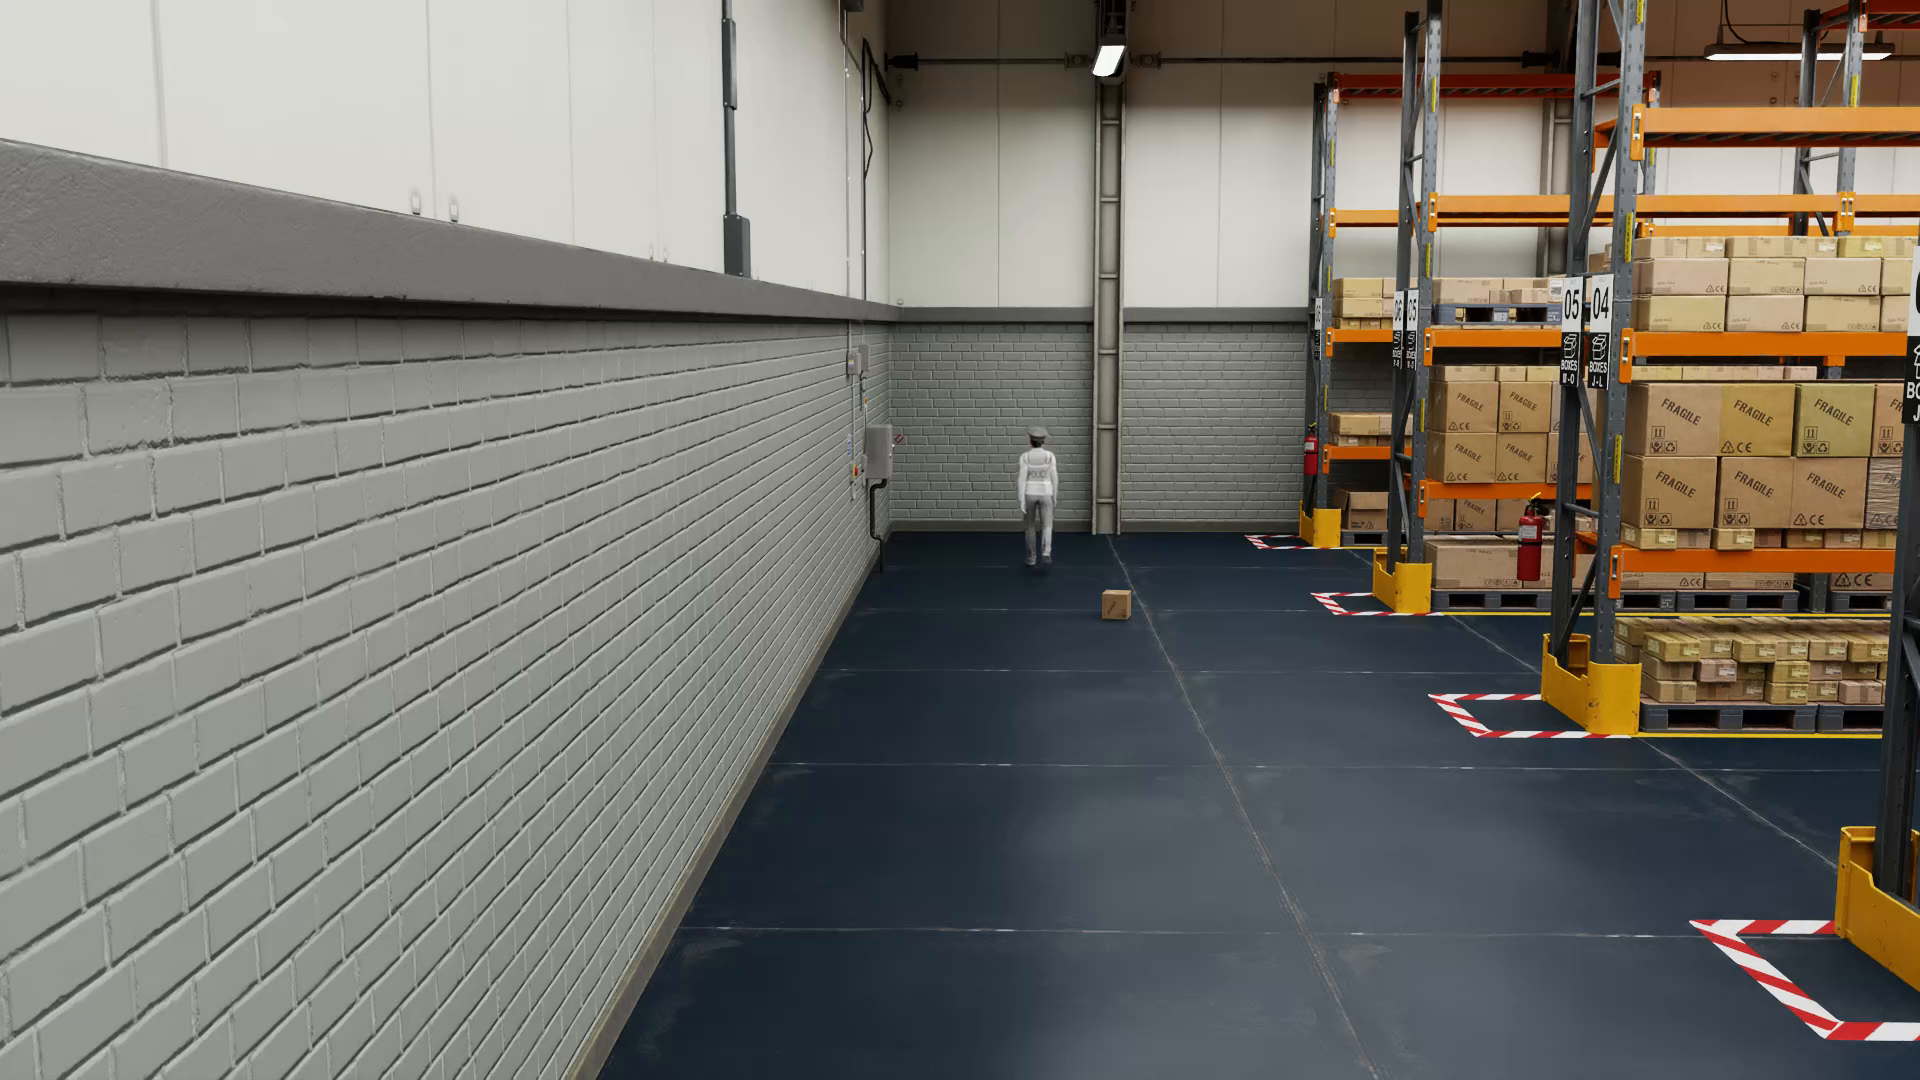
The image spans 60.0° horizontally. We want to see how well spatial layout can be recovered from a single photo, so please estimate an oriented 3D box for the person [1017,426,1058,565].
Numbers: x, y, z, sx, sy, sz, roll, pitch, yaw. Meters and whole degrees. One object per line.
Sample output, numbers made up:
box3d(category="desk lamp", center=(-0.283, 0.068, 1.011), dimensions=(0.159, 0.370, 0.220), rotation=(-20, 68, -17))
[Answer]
box3d(category="person", center=(0.908, -0.500, 19.480), dimensions=(0.478, 1.653, 0.879), rotation=(0, 7, 2))
